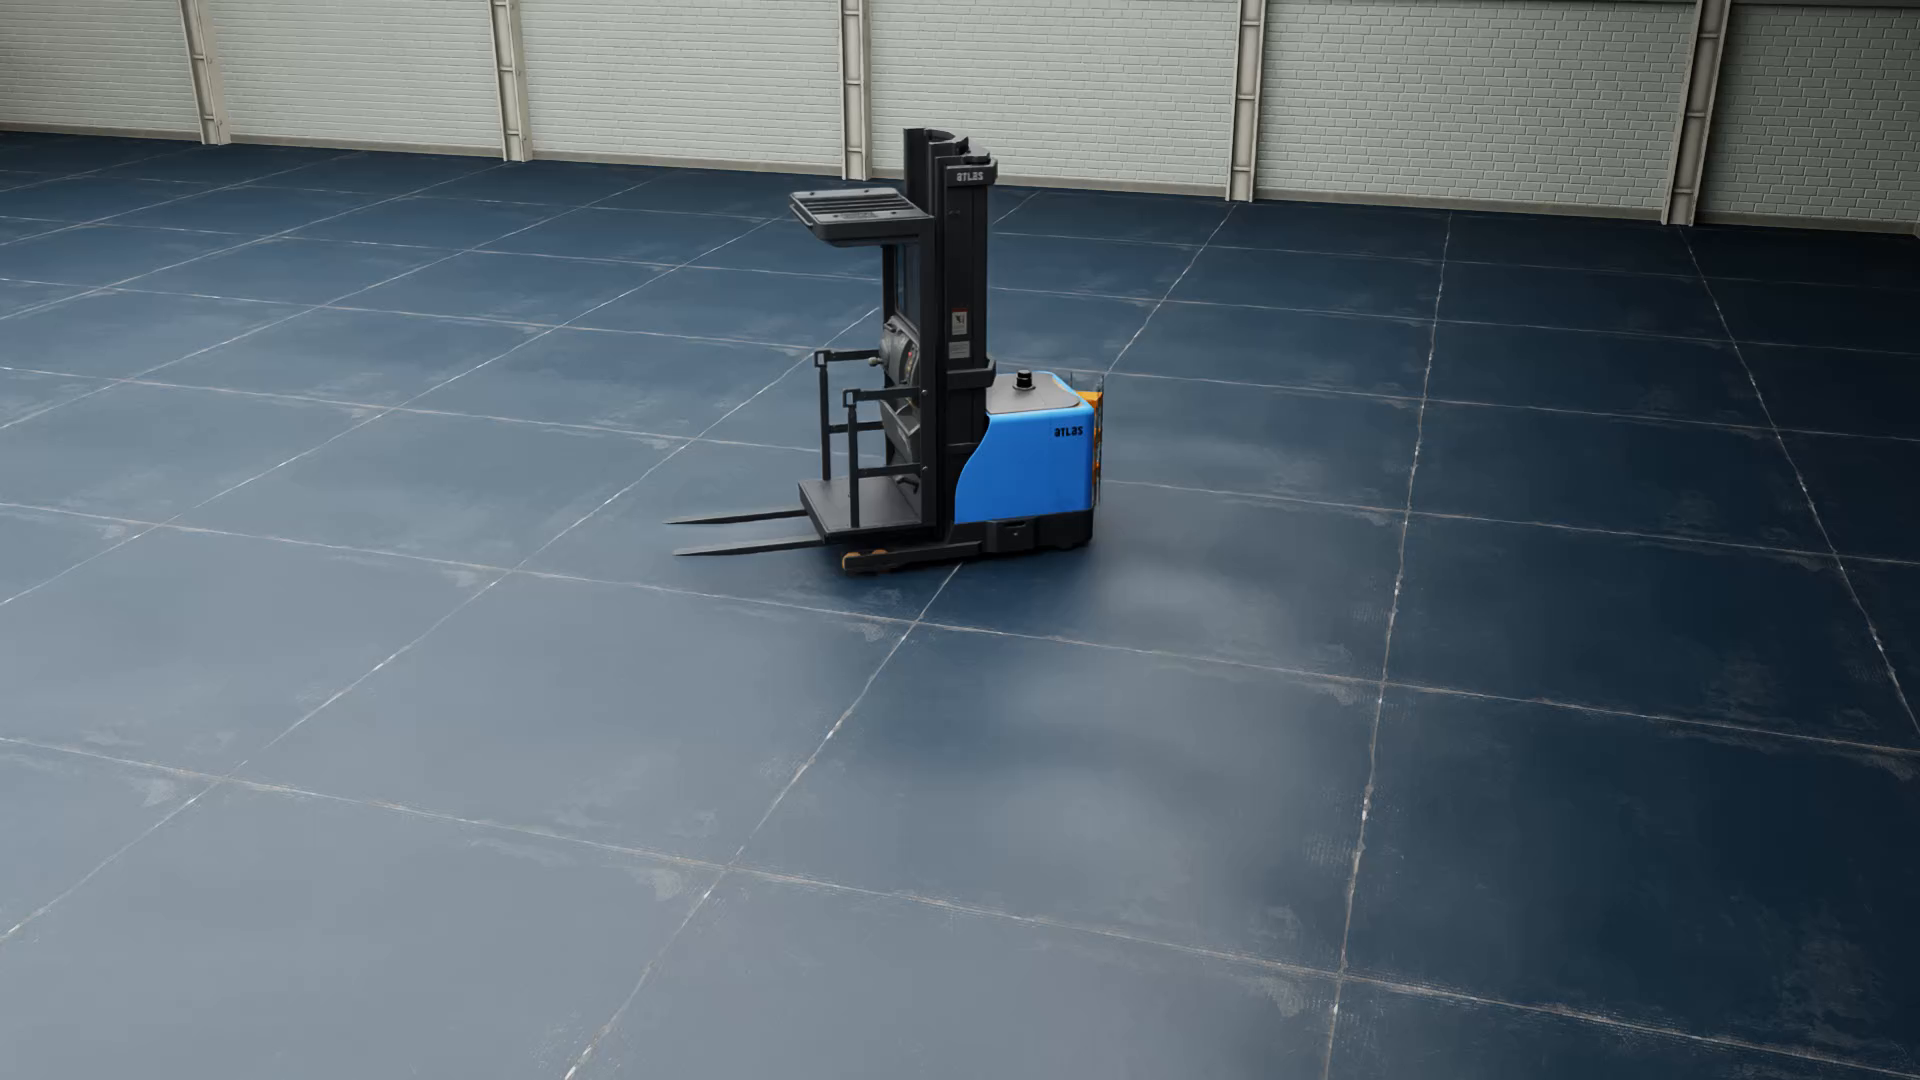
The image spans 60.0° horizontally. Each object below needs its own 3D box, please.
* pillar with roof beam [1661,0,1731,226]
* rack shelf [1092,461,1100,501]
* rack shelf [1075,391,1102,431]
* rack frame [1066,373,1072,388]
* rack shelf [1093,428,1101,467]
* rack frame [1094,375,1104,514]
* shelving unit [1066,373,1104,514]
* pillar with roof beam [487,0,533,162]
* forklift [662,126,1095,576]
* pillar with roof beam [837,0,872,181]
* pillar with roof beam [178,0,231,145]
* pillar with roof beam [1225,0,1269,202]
[{"bbox_3d":[8.634,-6.965,17.393,0.400,9.000,9.100,7,23,16],"label":"pillar with roof beam"},{"bbox_3d":[0.938,-0.466,12.784,0.240,0.259,0.215,6,23,13],"label":"rack shelf"},{"bbox_3d":[0.938,-0.986,12.570,0.240,0.259,0.215,6,23,13],"label":"rack shelf"},{"bbox_3d":[0.820,-0.745,12.703,0.008,1.050,0.200,6,23,13],"label":"rack frame"},{"bbox_3d":[0.938,-0.723,12.678,0.240,0.259,0.215,6,23,13],"label":"rack shelf"},{"bbox_3d":[1.056,-0.722,12.646,0.008,1.050,0.200,6,23,13],"label":"rack frame"},{"bbox_3d":[0.938,-0.733,12.674,0.252,1.050,0.215,6,23,13],"label":"shelving unit"},{"bbox_3d":[-8.599,-8.939,22.204,0.400,9.000,9.100,7,23,16],"label":"pillar with roof beam"},{"bbox_3d":[-0.607,-1.324,11.636,3.031,2.935,1.130,-6,23,-14],"label":"forklift"},{"bbox_3d":[-2.855,-8.281,20.600,0.400,9.000,9.100,7,23,16],"label":"pillar with roof beam"},{"bbox_3d":[-14.343,-9.596,23.807,0.400,9.000,9.100,7,23,16],"label":"pillar with roof beam"},{"bbox_3d":[2.890,-7.623,18.997,0.400,9.000,9.100,7,23,16],"label":"pillar with roof beam"}]
